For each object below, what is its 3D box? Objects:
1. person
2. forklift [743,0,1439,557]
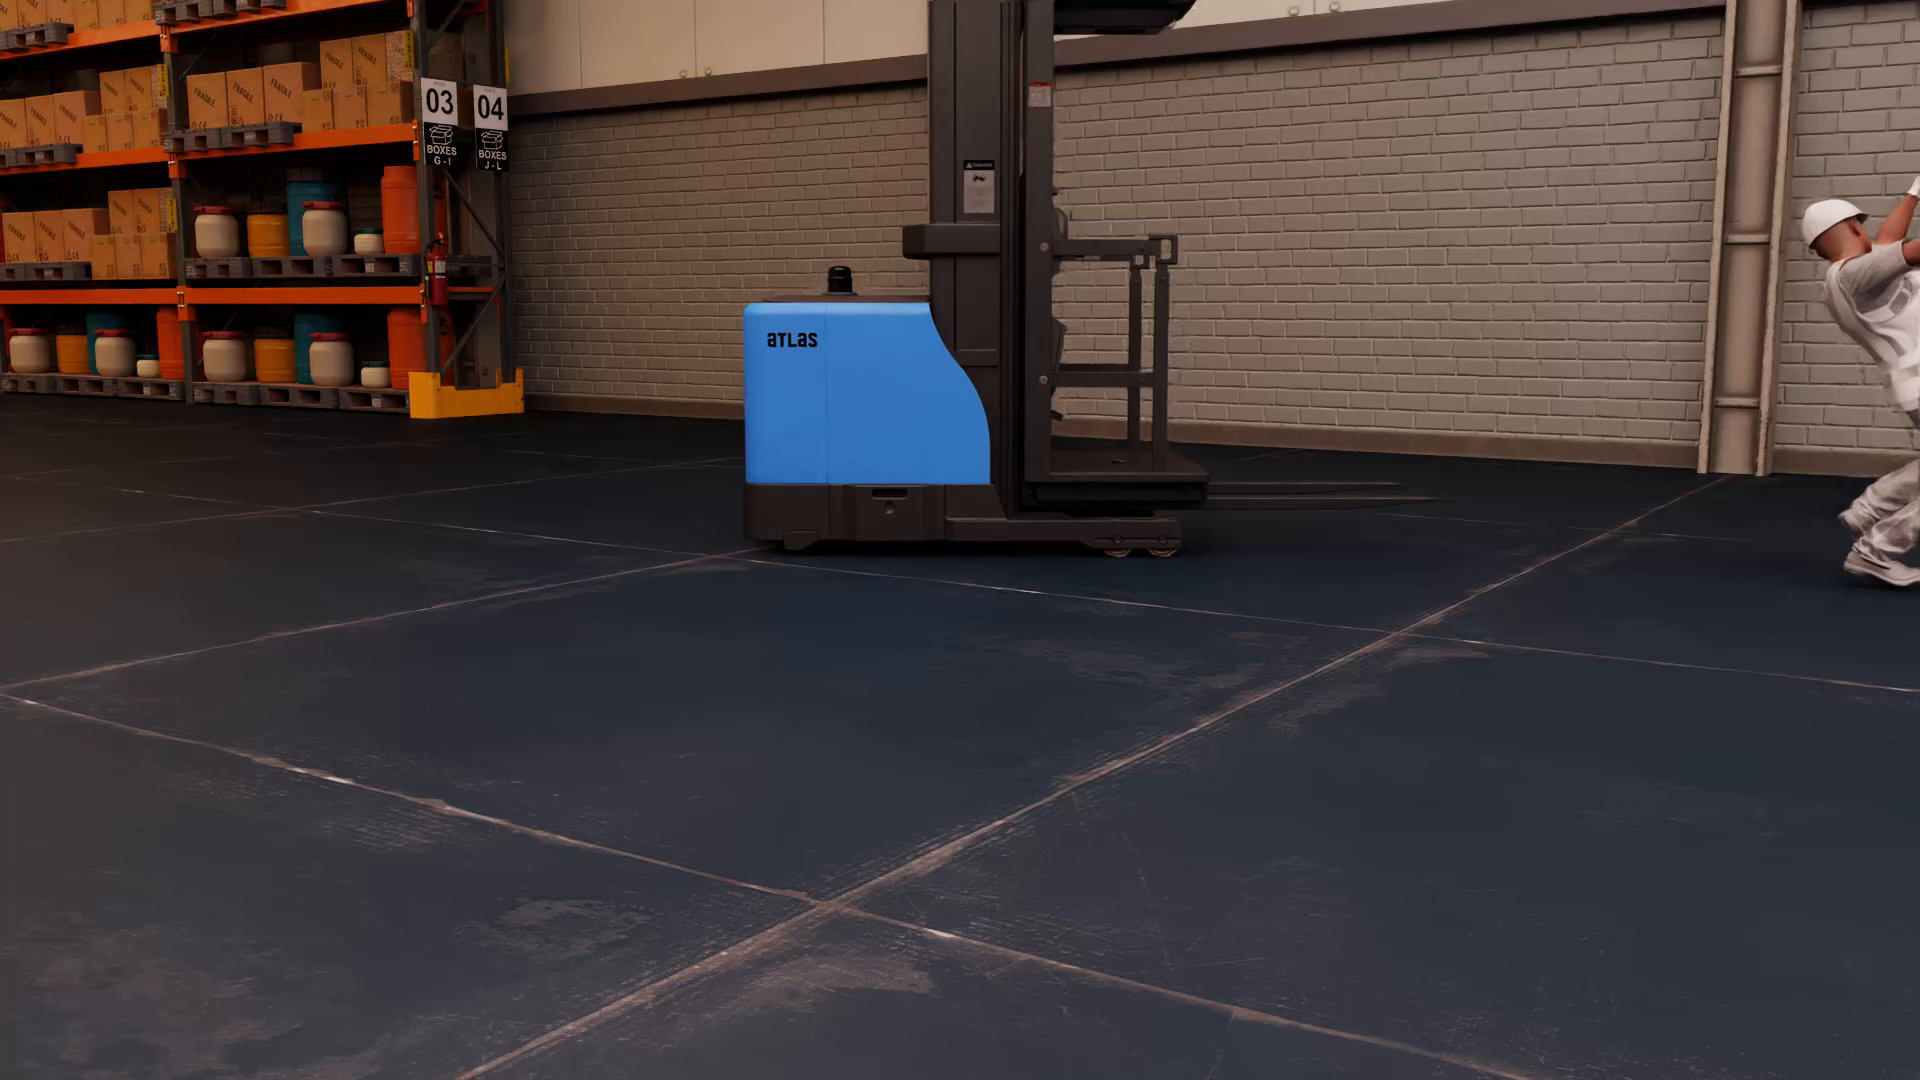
[{"bbox_3d":[3.570,-0.659,6.291,0.732,1.671,1.044,3,9,20],"label":"person"},{"bbox_3d":[0.579,-1.453,7.412,3.031,2.935,1.130,0,8,0],"label":"forklift"}]
